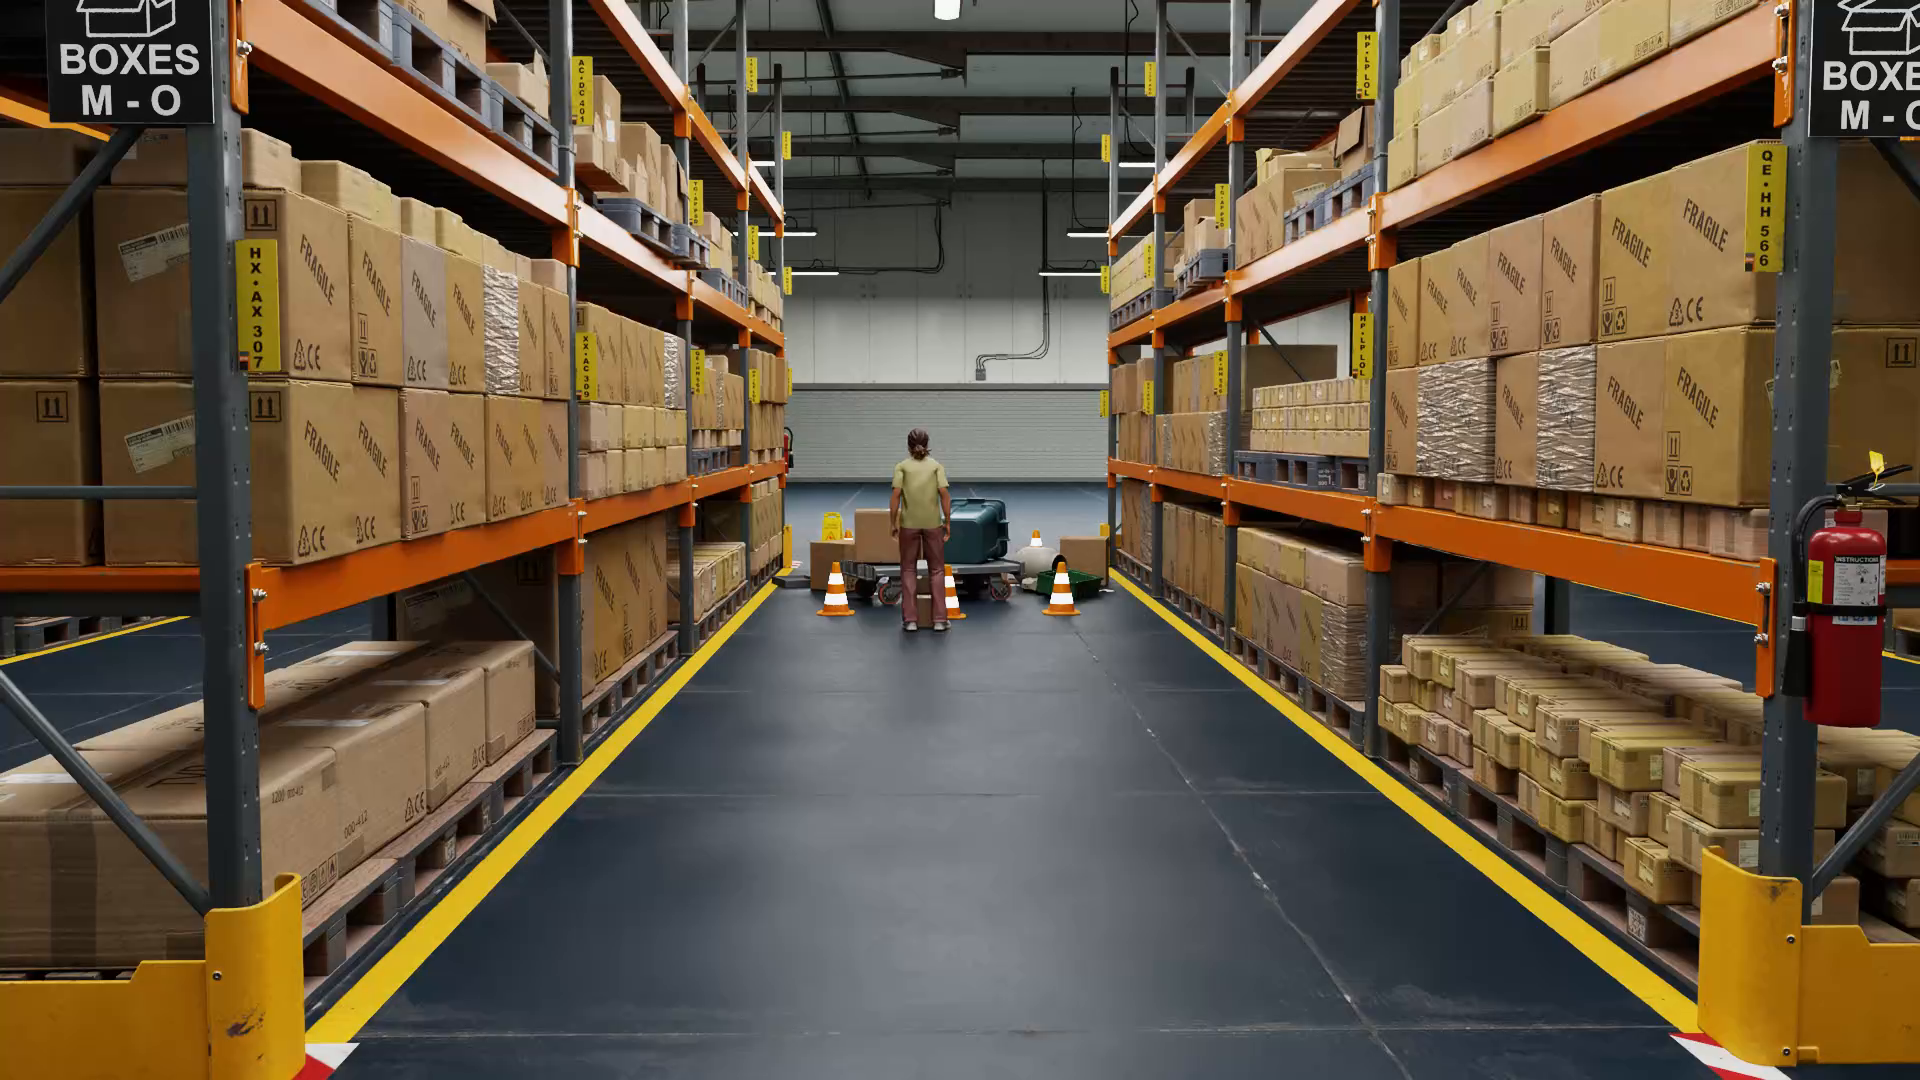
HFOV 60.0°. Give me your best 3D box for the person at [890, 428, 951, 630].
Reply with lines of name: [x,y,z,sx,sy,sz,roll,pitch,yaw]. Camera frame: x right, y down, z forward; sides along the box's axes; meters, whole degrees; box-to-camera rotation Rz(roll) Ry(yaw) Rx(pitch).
person: [-0.327,-0.079,13.799,0.512,1.650,0.348,0,4,-3]
